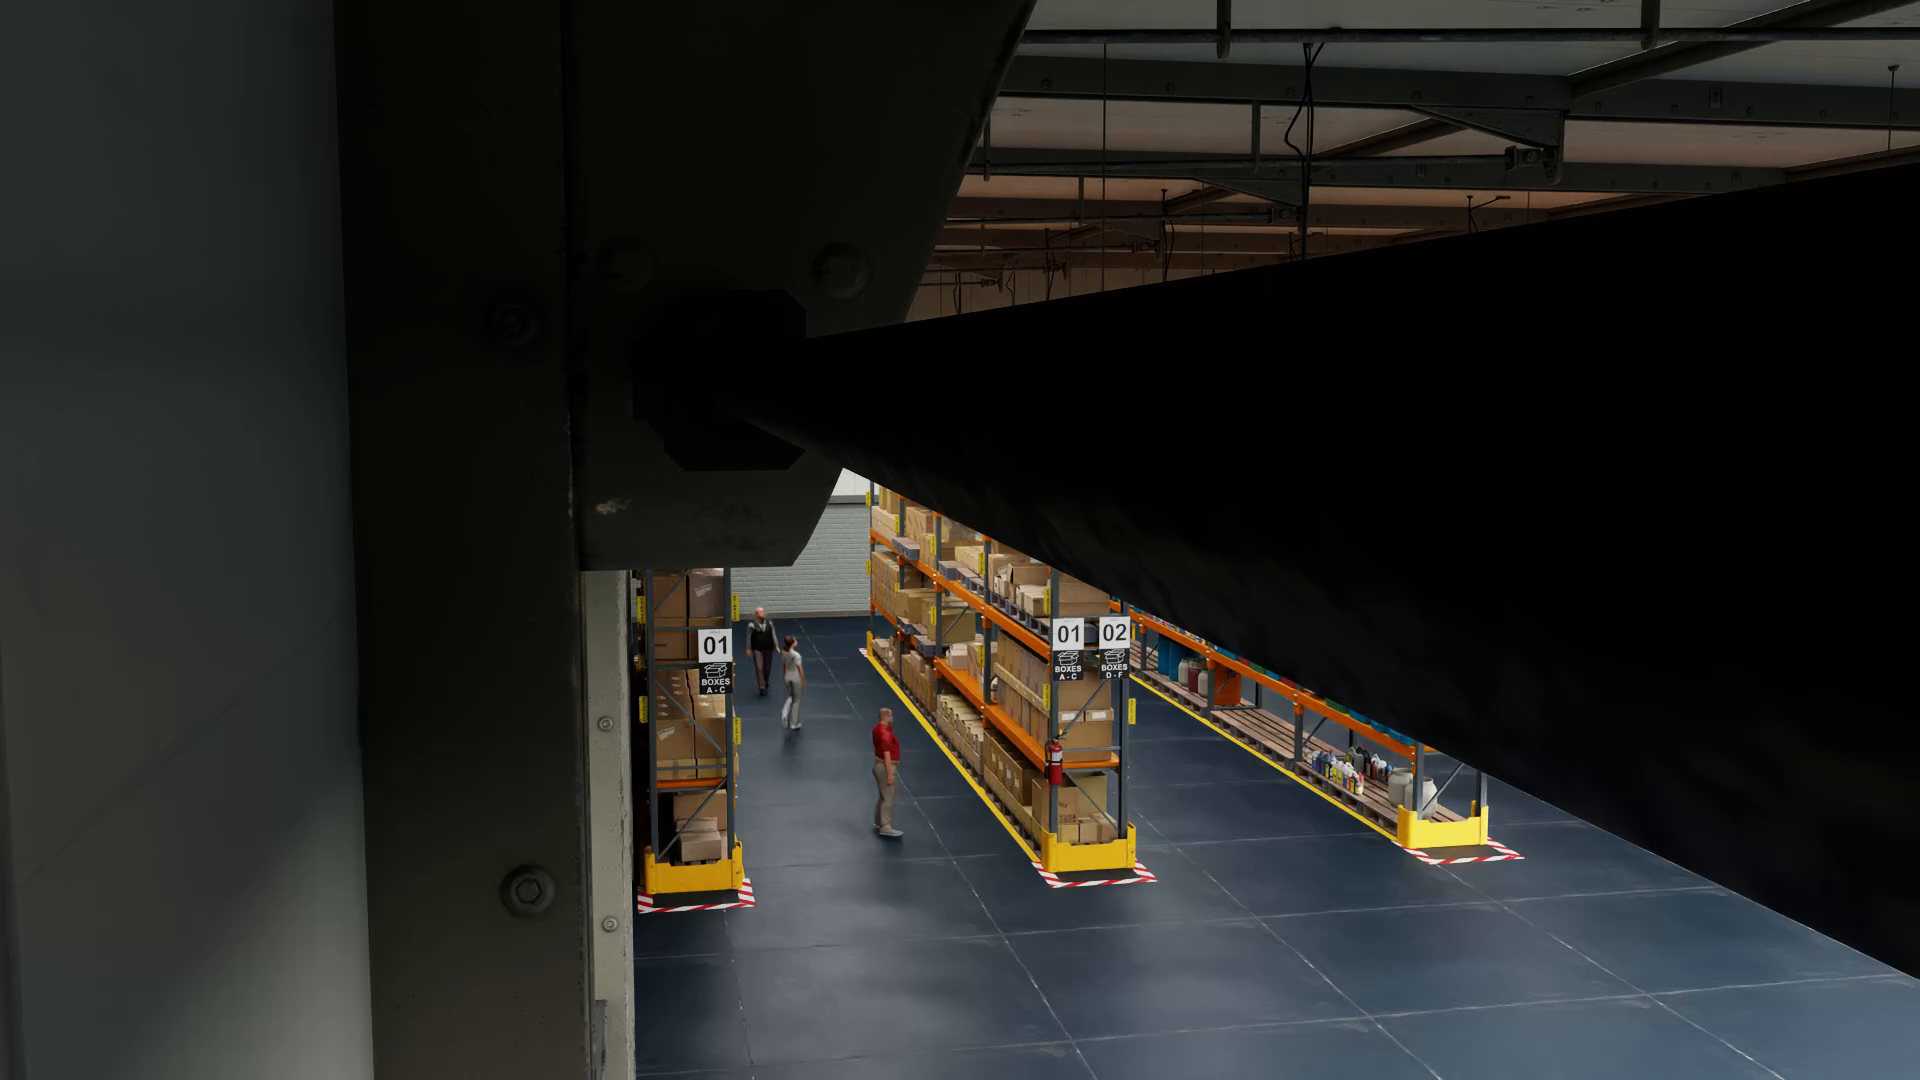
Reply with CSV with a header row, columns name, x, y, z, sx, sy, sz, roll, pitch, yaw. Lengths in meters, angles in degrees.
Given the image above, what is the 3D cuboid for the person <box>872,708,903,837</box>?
name,x,y,z,sx,sy,sz,roll,pitch,yaw
person,-0.989,3.159,22.514,0.369,1.793,0.591,-2,6,-16

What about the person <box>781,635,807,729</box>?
name,x,y,z,sx,sy,sz,roll,pitch,yaw
person,-2.908,2.468,28.960,0.460,1.661,0.484,3,7,29

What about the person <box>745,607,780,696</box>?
name,x,y,z,sx,sy,sz,roll,pitch,yaw
person,-3.836,2.140,32.263,0.660,1.676,1.066,-2,6,-16
